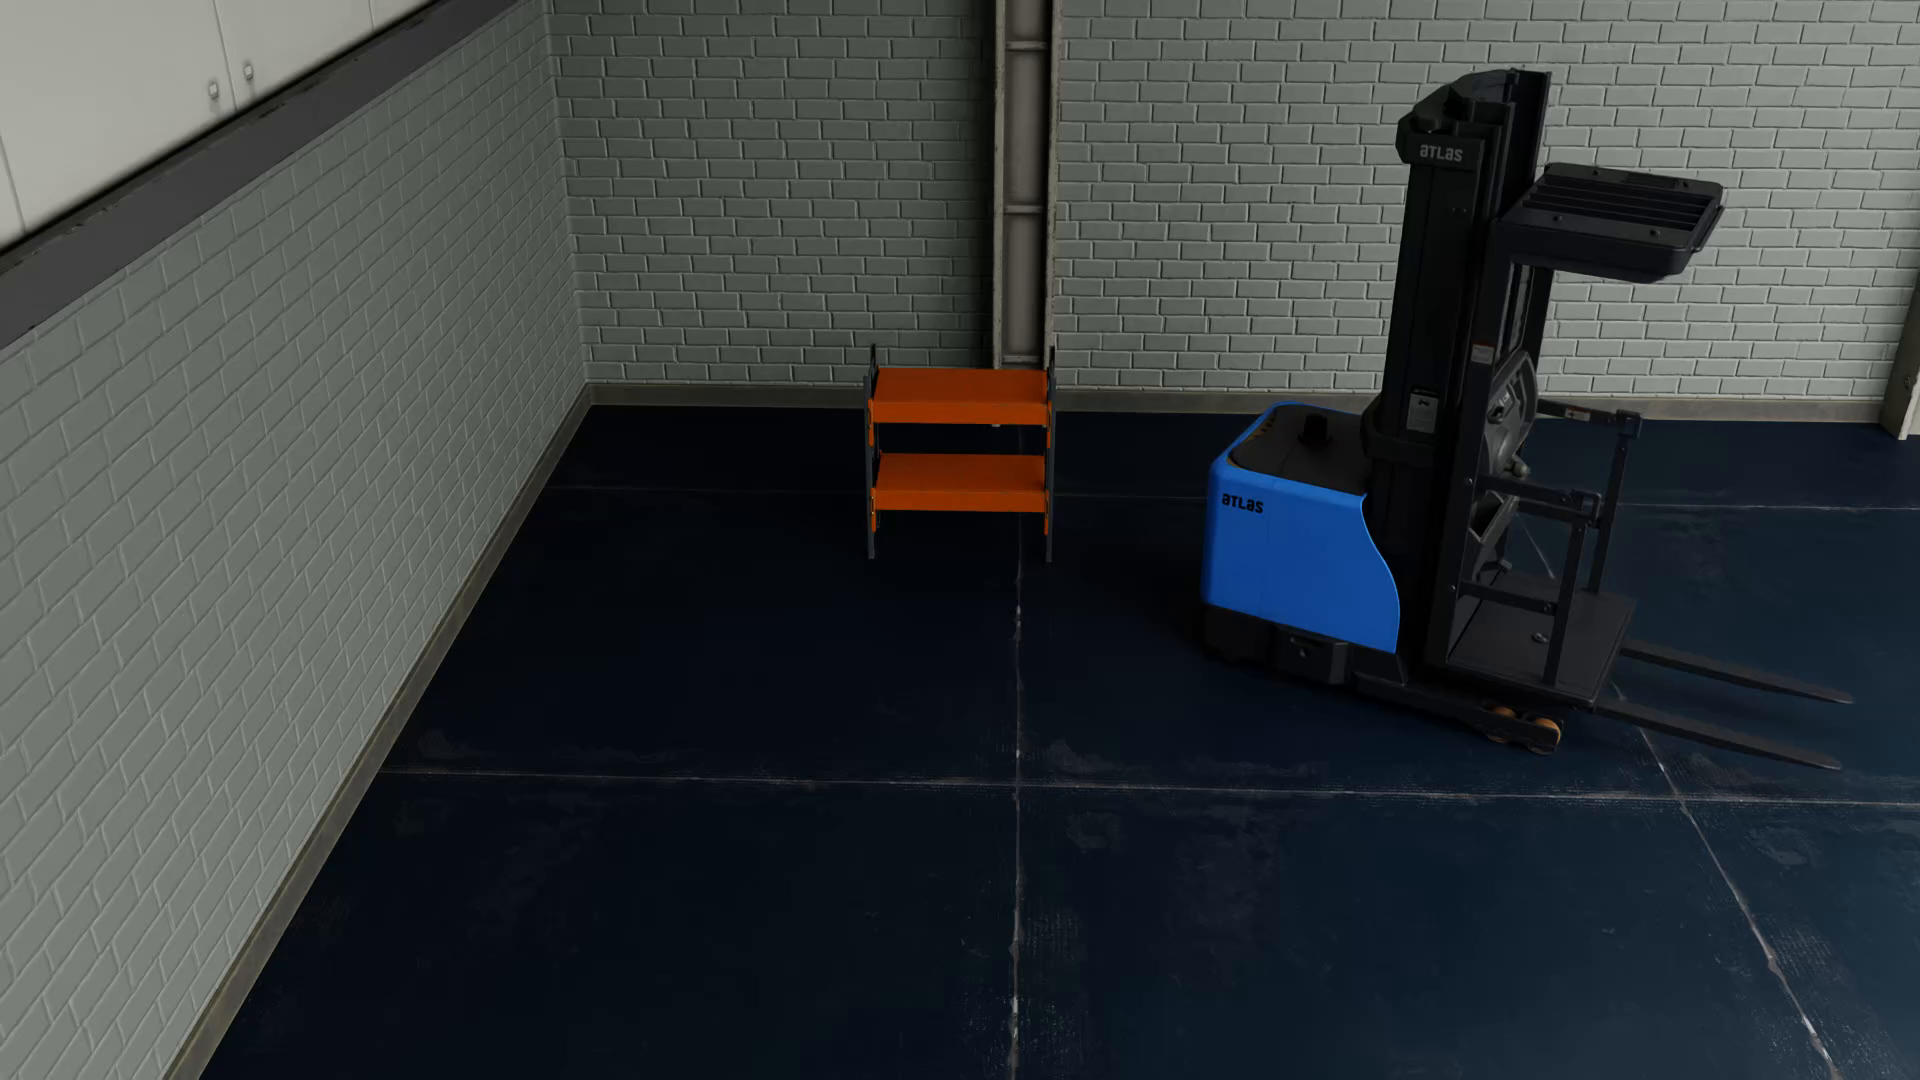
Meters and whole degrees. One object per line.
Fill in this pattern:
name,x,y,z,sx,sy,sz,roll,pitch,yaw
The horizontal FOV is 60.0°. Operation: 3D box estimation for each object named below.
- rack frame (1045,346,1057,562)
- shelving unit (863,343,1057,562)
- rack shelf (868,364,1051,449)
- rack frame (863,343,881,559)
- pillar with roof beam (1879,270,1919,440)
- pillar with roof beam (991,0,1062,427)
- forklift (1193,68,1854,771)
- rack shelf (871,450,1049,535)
rack frame,0.515,-0.488,9.470,0.032,1.125,0.500,1,28,2
shelving unit,0.007,-0.497,9.486,1.048,1.125,0.538,1,28,2
rack shelf,0.007,-0.755,9.349,1.000,0.278,0.538,1,28,2
rack frame,-0.501,-0.505,9.502,0.032,1.125,0.500,1,28,2
pillar with roof beam,6.258,-2.695,5.225,0.400,9.000,9.100,1,28,2
pillar with roof beam,0.261,-2.794,5.413,0.400,9.000,9.100,1,28,2
forklift,2.750,-0.570,7.696,3.031,2.935,1.130,15,31,26
rack shelf,0.007,-0.281,9.601,1.000,0.278,0.538,1,28,2
